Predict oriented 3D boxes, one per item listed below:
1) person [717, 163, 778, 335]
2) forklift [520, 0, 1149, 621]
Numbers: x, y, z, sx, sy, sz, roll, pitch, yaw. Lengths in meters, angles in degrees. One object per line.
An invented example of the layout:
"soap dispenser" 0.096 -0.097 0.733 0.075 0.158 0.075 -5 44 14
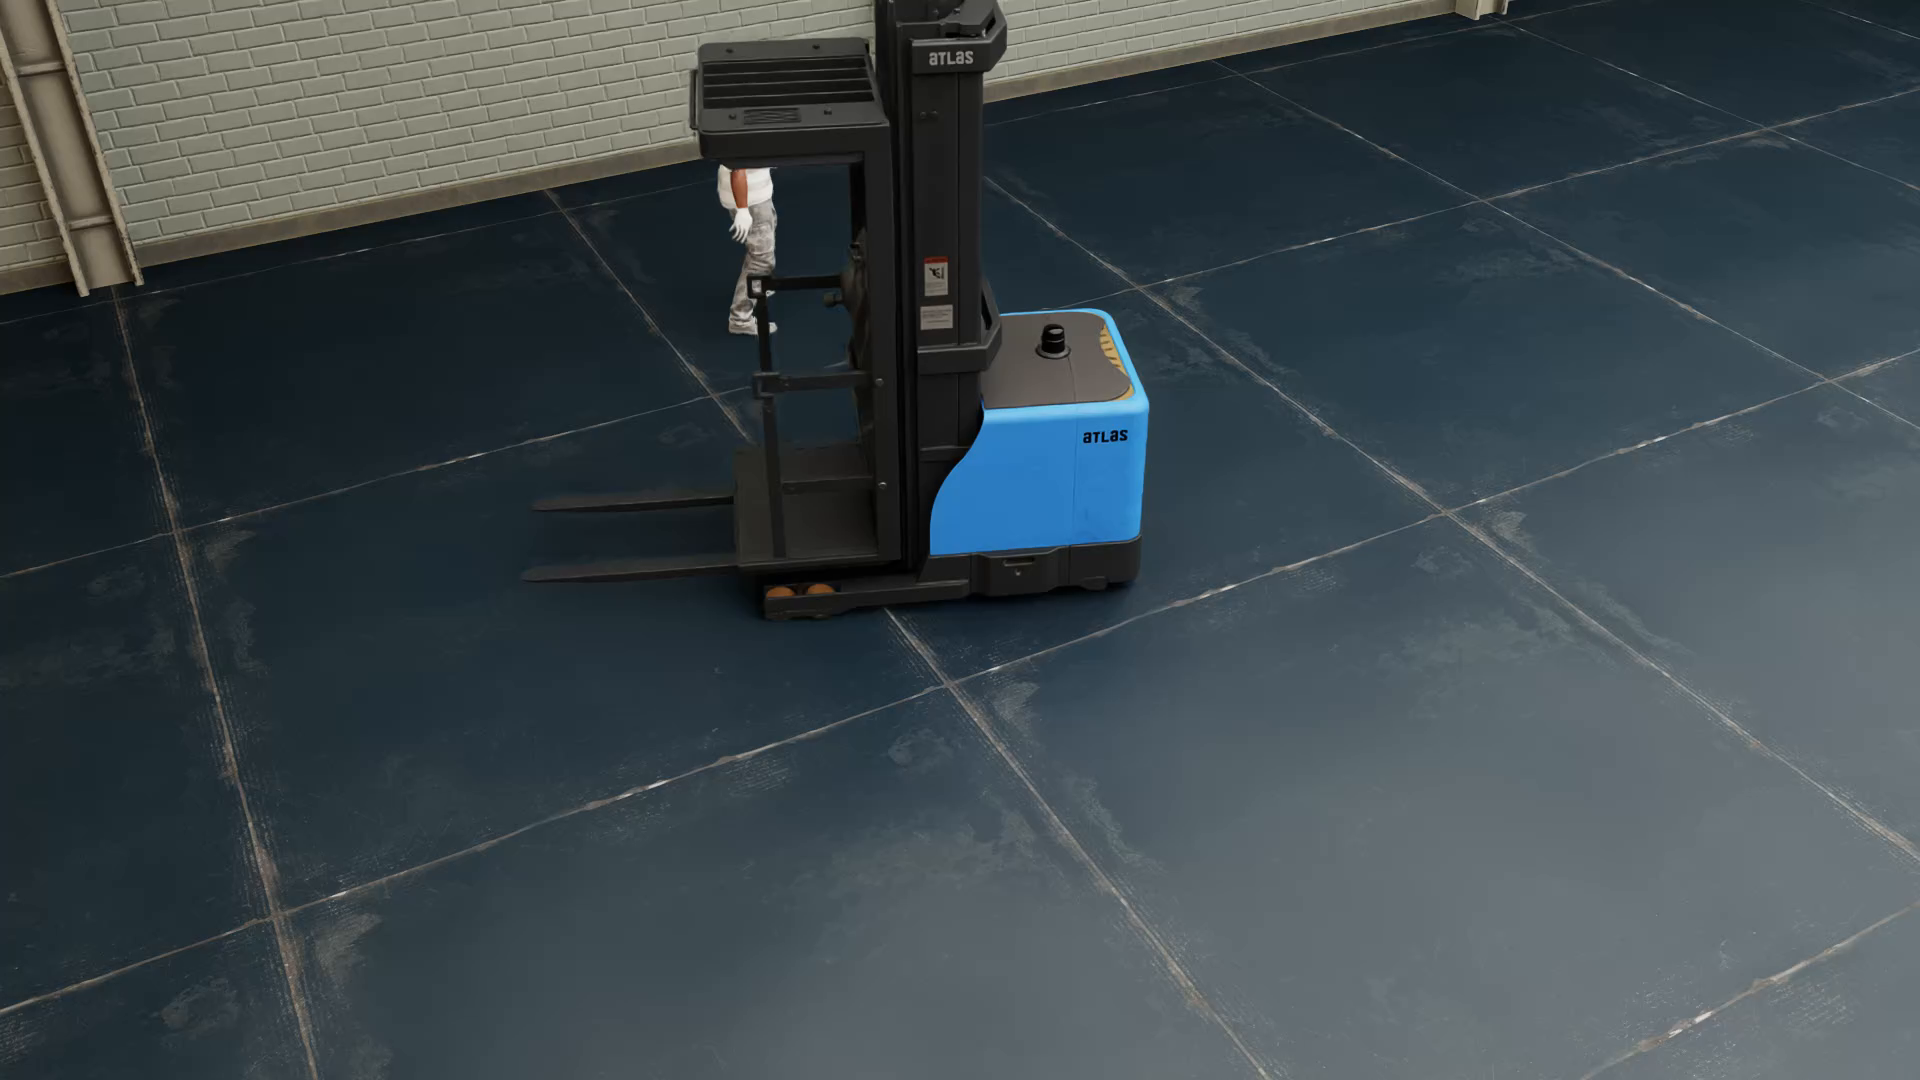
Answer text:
"person" -1.266 -2.119 10.162 0.453 1.743 0.881 -7 36 -10
"forklift" -0.659 -1.127 7.717 3.031 2.935 1.130 -4 35 -6
